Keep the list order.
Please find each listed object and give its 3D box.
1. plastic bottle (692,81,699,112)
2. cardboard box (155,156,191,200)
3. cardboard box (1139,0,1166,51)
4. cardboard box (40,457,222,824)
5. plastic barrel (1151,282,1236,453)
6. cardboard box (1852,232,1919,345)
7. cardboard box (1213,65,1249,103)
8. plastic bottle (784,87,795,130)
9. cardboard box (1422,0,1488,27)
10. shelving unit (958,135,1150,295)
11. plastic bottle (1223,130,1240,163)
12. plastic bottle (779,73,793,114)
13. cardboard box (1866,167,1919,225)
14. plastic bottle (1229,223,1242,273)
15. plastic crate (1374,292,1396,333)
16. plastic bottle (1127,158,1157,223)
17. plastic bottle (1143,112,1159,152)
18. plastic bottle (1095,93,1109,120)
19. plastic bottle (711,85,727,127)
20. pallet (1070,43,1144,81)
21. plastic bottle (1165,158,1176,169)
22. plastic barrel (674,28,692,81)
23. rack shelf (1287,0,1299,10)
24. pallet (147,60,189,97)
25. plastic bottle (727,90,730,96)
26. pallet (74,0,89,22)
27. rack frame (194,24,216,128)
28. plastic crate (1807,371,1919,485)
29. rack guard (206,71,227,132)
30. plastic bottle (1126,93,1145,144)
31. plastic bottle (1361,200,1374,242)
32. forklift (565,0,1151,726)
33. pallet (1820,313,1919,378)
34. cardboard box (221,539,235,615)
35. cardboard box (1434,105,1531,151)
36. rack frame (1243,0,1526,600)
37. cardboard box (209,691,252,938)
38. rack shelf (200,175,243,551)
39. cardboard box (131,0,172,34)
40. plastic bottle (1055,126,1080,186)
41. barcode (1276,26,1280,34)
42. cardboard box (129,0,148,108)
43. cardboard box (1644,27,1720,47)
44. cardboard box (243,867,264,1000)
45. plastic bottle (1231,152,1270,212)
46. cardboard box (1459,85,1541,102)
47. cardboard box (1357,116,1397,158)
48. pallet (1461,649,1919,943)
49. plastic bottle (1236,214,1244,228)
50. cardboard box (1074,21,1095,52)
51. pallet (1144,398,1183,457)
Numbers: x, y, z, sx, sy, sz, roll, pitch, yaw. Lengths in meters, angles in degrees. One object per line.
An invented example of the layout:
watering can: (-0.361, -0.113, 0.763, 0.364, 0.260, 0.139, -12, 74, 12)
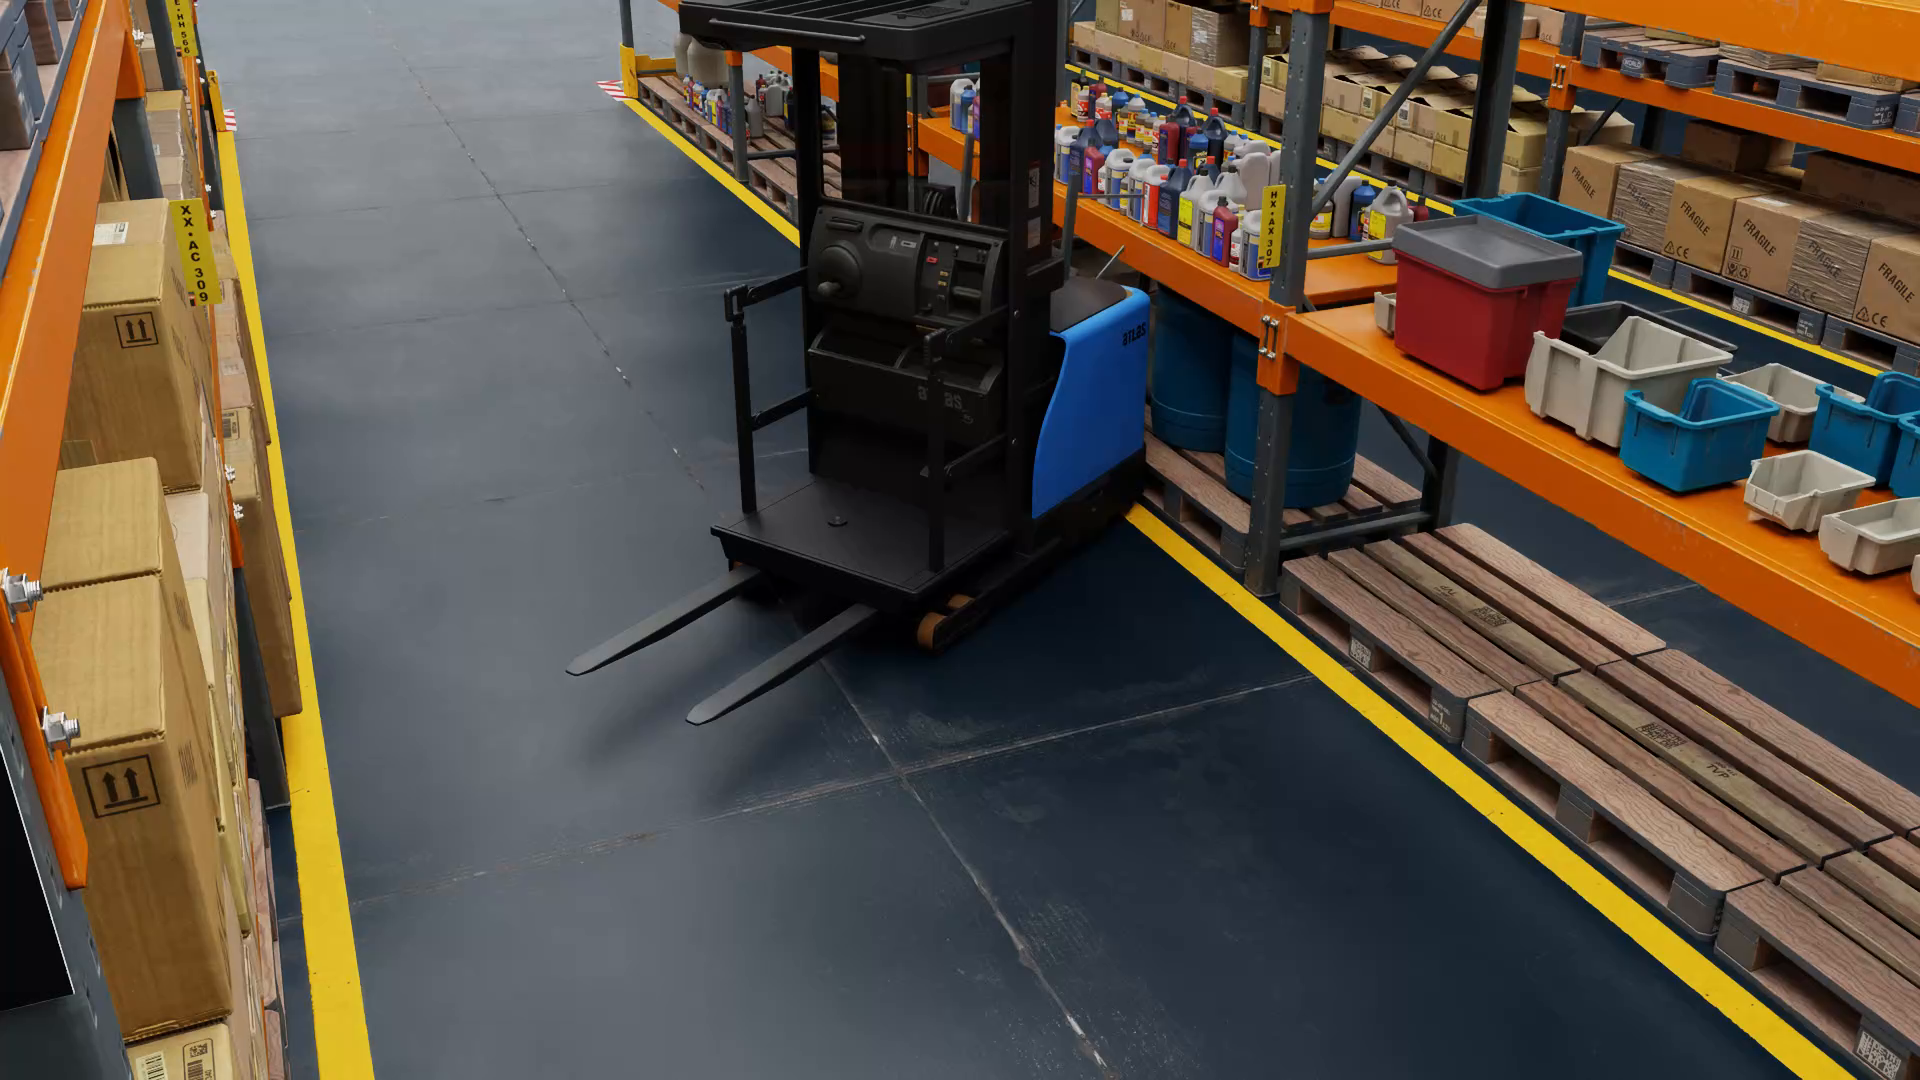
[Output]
plastic bottle: (-2.411, -4.091, 15.319, 0.097, 0.271, 0.097, 0, 26, 0)
cardboard box: (-3.377, -1.234, 6.745, 0.500, 0.500, 0.500, -10, 28, -20)
cardboard box: (2.181, -5.322, 17.033, 0.500, 0.500, 0.500, -11, 28, -21)
cardboard box: (-1.604, 0.213, 2.871, 0.500, 0.500, 0.500, -11, 28, -22)
plastic barrel: (1.256, -0.953, 8.196, 0.600, 0.901, 0.708, -11, 28, -21)
cardboard box: (5.647, -1.474, 9.698, 0.500, 0.500, 0.500, -10, 28, -20)
cardboard box: (2.775, -4.381, 15.959, 0.500, 0.250, 0.500, -11, 28, -21)
plastic bottle: (-1.469, -3.808, 14.649, 0.144, 0.351, 0.185, -11, 28, -21)
cardboard box: (4.052, -4.383, 13.194, 0.500, 0.500, 0.500, -12, 29, -23)
shelving unit: (0.427, -1.171, 8.311, 0.587, 1.500, 1.083, -7, 25, -27)
plastic bottle: (1.388, -1.952, 8.475, 0.097, 0.271, 0.097, 0, 26, 0)
plastic bottle: (-1.577, -4.081, 15.207, 0.144, 0.351, 0.185, -11, 28, -21)
cardboard box: (5.933, -2.101, 10.127, 0.500, 0.250, 0.500, -11, 28, -20)
plastic bottle: (1.209, -1.255, 7.129, 0.097, 0.201, 0.097, 0, 26, 0)
plastic crate: (1.782, -0.895, 6.396, 0.396, 0.136, 0.243, -11, 28, -21)
plastic bottle: (0.886, -1.652, 7.857, 0.152, 0.276, 0.135, -11, 28, -21)
plastic bottle: (1.063, -2.256, 9.178, 0.097, 0.201, 0.097, 0, 26, 0)
plastic bottle: (0.834, -2.492, 9.661, 0.097, 0.201, 0.097, 0, 26, 0)
plastic bottle: (-2.121, -3.854, 14.743, 0.144, 0.351, 0.185, -11, 28, -21)
pallet: (1.929, -5.338, 18.443, 1.003, 0.211, 1.213, -11, 28, -21)
plastic bottle: (0.993, -1.679, 7.917, 0.097, 0.271, 0.097, 0, 26, 0)
plastic barrel: (-2.640, -4.862, 16.645, 0.421, 0.512, 0.421, 0, 26, 0)
rack shelf: (0.948, -3.031, 7.940, 1.077, 0.370, 4.000, -11, 28, -21)
pallet: (-5.206, -2.669, 10.016, 1.003, 0.211, 1.213, -11, 28, -21)
plastic bottle: (-2.037, -3.852, 14.815, 0.061, 0.283, 0.133, -11, 28, -21)
pallet: (-2.516, -1.324, 3.725, 1.003, 0.211, 1.213, -11, 28, -21)
rack frame: (-7.526, -5.192, 14.966, 1.000, 3.000, 0.127, -11, 28, -21)
plastic crate: (2.870, -0.345, 5.160, 0.416, 0.233, 0.300, -11, 28, -21)
rack guard: (-7.496, -4.038, 15.452, 1.175, 0.500, 0.348, -11, 28, -21)
plastic bottle: (0.987, -2.366, 9.324, 0.097, 0.271, 0.097, 0, 26, 0)
plastic bottle: (1.866, -1.428, 7.483, 0.097, 0.201, 0.097, 0, 26, 0)
forklift: (-0.352, -1.091, 6.645, 1.130, 2.935, 3.031, 17, 31, 31)
pallet: (5.937, -1.117, 9.798, 1.003, 0.211, 1.213, -11, 28, -21)
cardboard box: (-2.104, 0.143, 4.324, 0.380, 0.149, 0.250, -10, 28, -20)
cardboard box: (4.082, -3.246, 12.996, 0.500, 0.311, 0.500, -11, 28, -21)
rack frame: (1.731, -1.199, 6.787, 1.000, 3.000, 0.127, -11, 28, -21)
cardboard box: (-1.603, 0.548, 3.040, 0.500, 0.250, 0.500, -12, 28, -22)
rack shelf: (-3.610, -0.832, 6.855, 1.077, 0.370, 4.000, -11, 28, -21)
cardboard box: (-5.195, -3.129, 10.143, 0.797, 0.503, 0.637, -8, 27, -15)
plastic bottle: (0.580, -1.968, 8.503, 0.152, 0.276, 0.135, -11, 28, -21)
barcode: (2.874, -4.610, 15.025, 0.001, 0.075, 0.075, -11, 28, -21)
cardboard box: (-4.121, -2.161, 7.499, 0.797, 0.503, 0.637, -10, 28, -19)
cardboard box: (5.074, -3.662, 11.239, 0.700, 0.500, 0.500, -22, 34, -37)
cardboard box: (-1.500, 0.765, 3.050, 0.380, 0.149, 0.250, -11, 28, -22)
plastic bottle: (1.398, -1.743, 8.043, 0.152, 0.276, 0.135, -11, 28, -21)
cardboard box: (4.378, -3.547, 13.613, 0.500, 0.311, 0.500, -11, 28, -22)
cardboard box: (3.690, -3.405, 13.961, 0.500, 0.250, 0.500, -10, 28, -20)
pallet: (2.536, 0.838, 5.794, 1.003, 0.211, 1.213, -11, 28, -21)
plastic bottle: (1.212, -1.320, 7.261, 0.097, 0.201, 0.097, 0, 26, 0)
cardboard box: (1.596, -5.591, 18.438, 0.500, 0.250, 0.500, -11, 28, -21)
pallet: (0.985, -0.758, 9.062, 1.003, 0.211, 1.213, -11, 28, -21)
